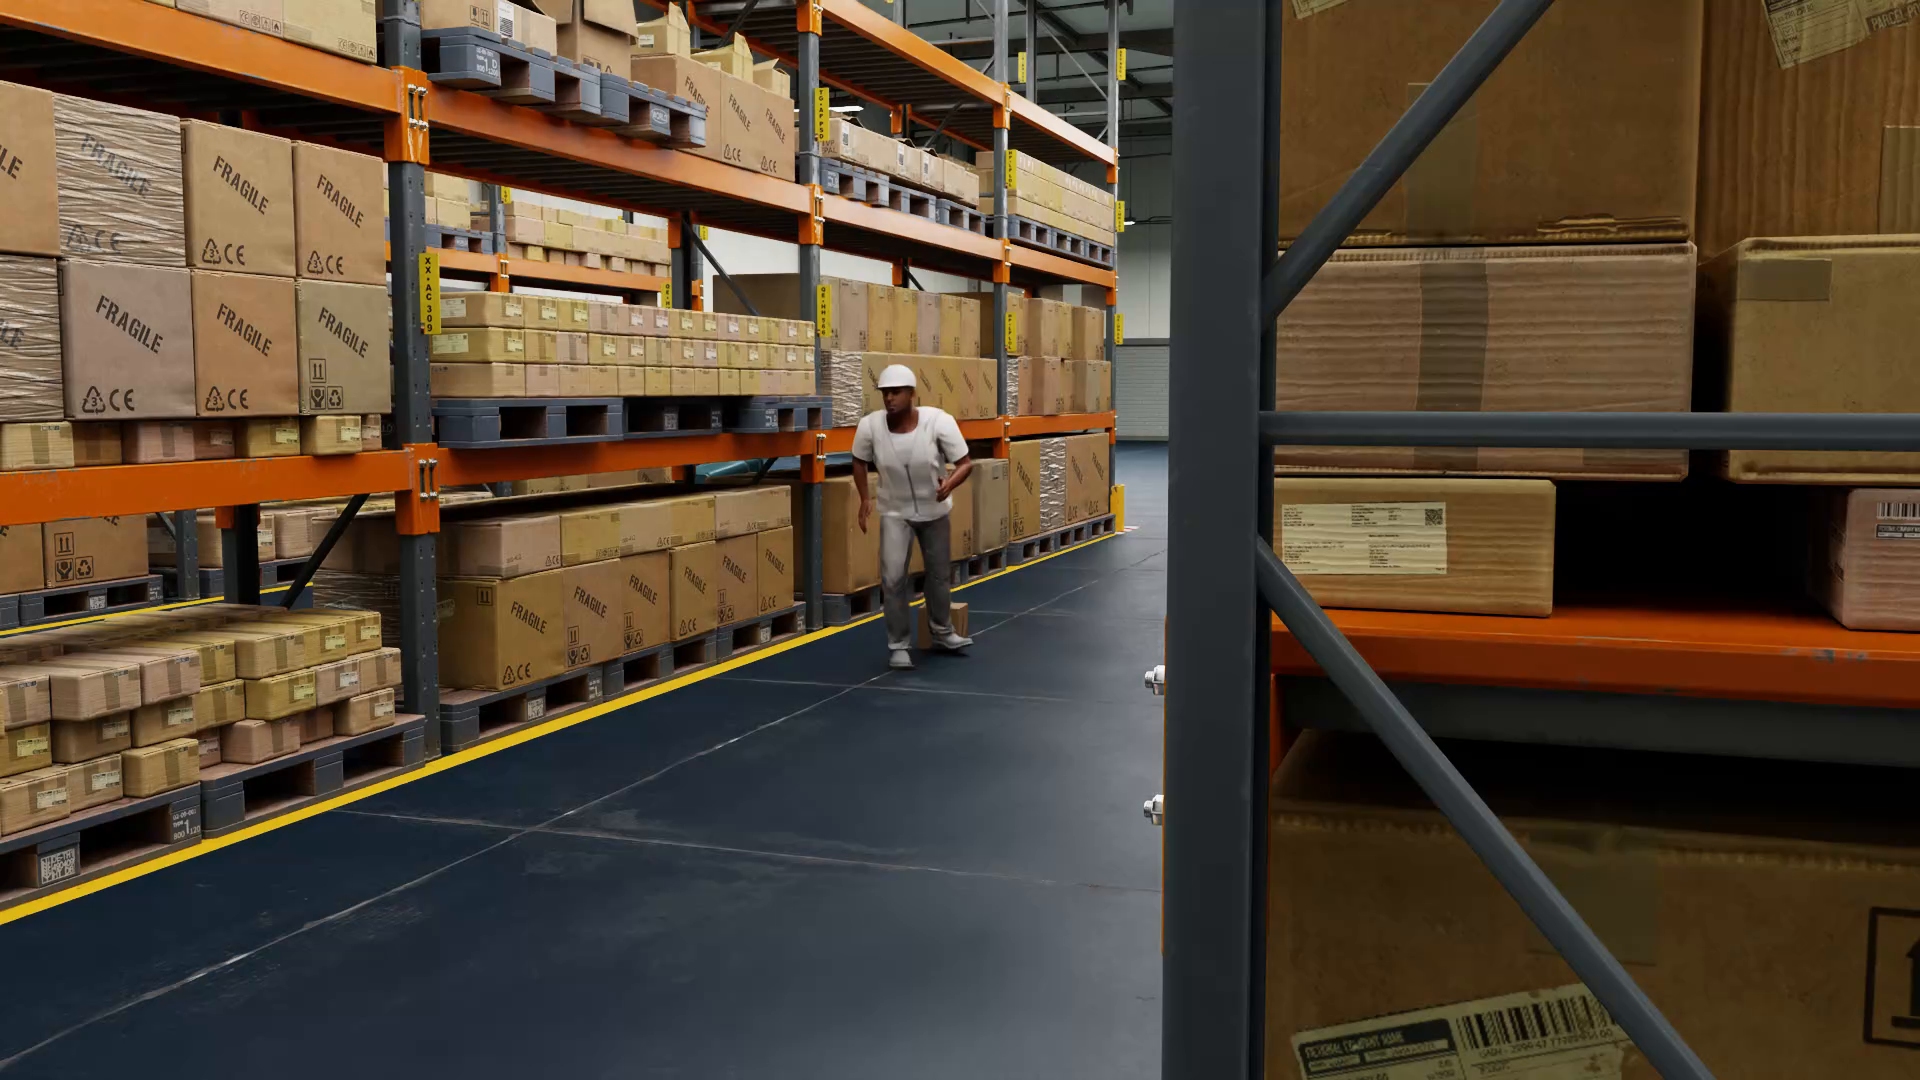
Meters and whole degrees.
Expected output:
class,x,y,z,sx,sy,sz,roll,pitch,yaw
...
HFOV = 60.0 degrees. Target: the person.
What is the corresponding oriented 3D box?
class,x,y,z,sx,sy,sz,roll,pitch,yaw
person,-0.249,-0.138,9.358,0.707,1.687,0.888,-1,5,-6
